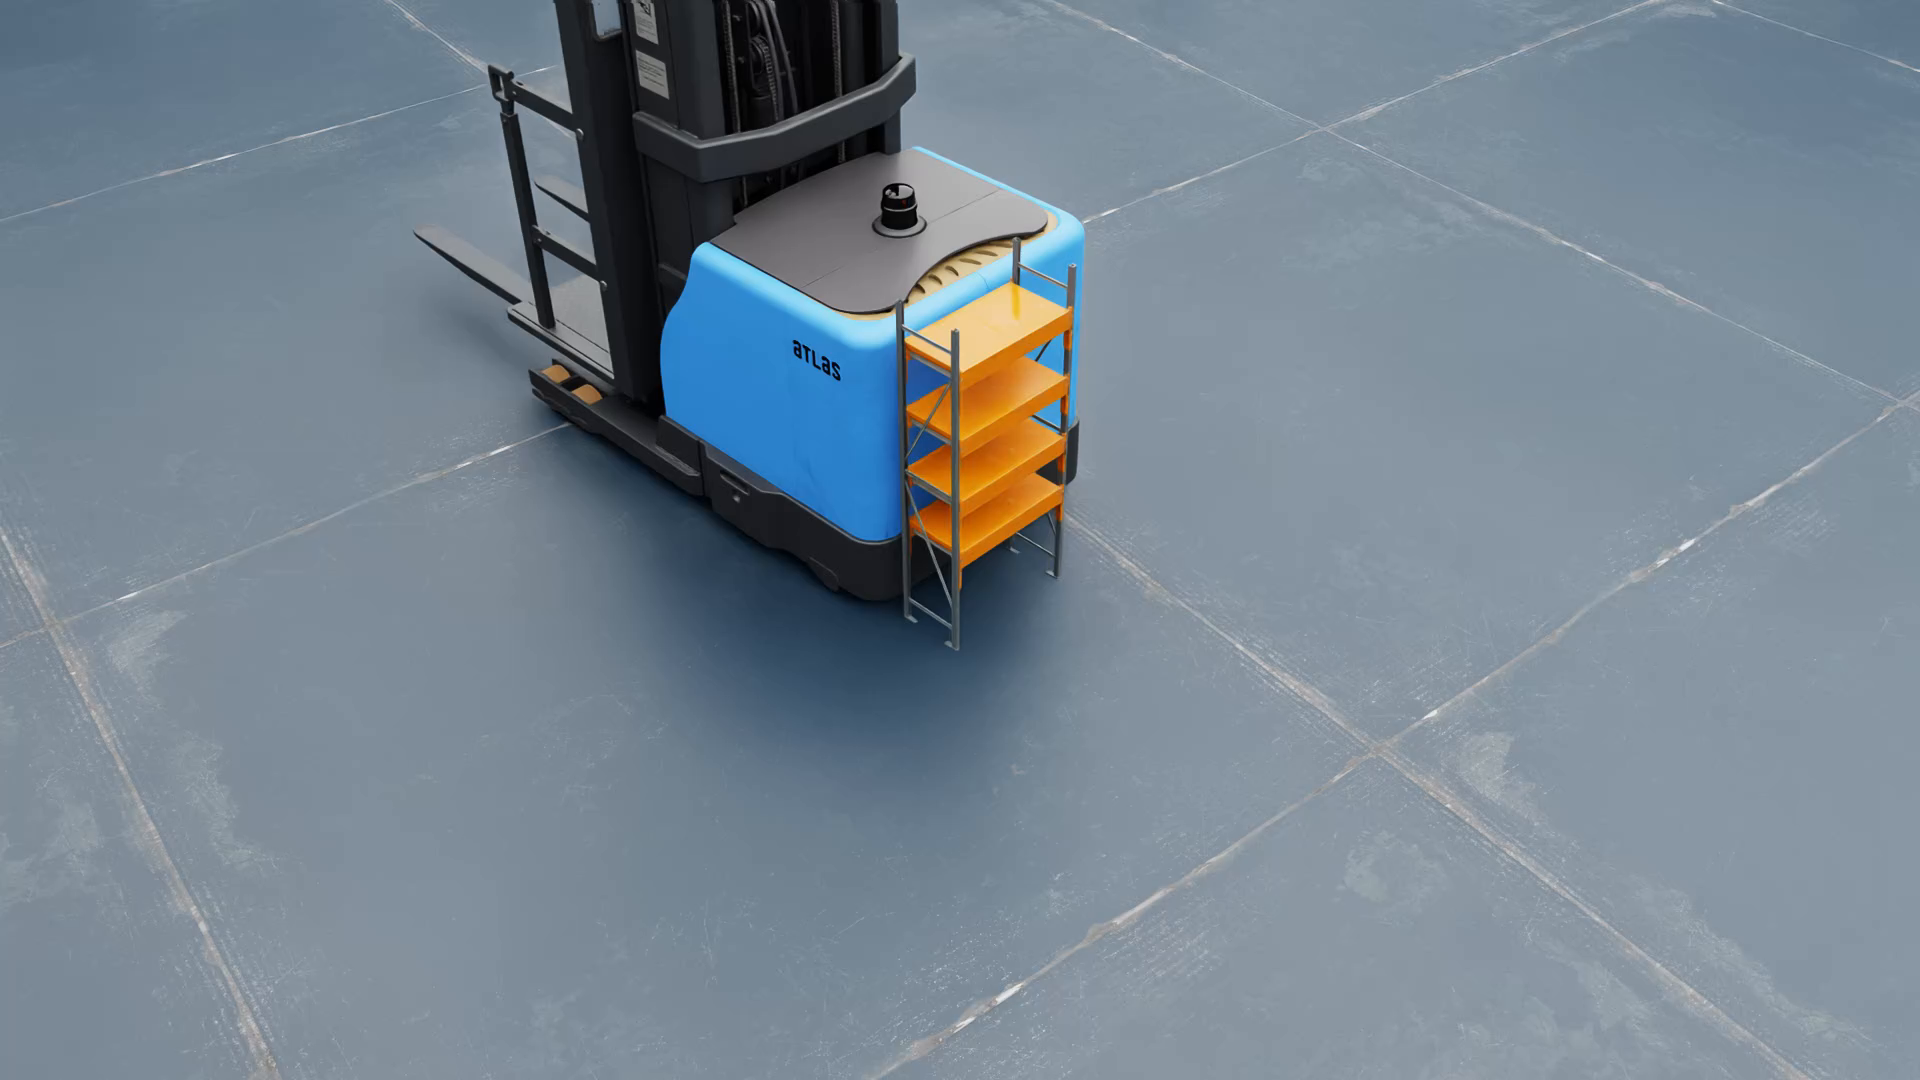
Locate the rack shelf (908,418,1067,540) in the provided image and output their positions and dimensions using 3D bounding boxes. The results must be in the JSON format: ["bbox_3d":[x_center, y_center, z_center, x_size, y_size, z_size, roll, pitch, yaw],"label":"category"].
[{"bbox_3d":[0.078,-0.221,5.179,0.258,0.148,0.480,32,49,33],"label":"rack shelf"}]

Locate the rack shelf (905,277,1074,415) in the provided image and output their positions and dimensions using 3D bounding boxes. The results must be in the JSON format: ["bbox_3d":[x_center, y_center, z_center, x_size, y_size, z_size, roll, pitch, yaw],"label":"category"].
[{"bbox_3d":[0.078,-0.576,4.887,0.258,0.148,0.480,32,49,33],"label":"rack shelf"}]

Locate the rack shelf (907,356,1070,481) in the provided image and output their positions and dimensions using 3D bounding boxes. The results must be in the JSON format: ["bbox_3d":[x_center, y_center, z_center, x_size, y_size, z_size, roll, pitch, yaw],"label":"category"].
[{"bbox_3d":[0.078,-0.394,5.037,0.258,0.148,0.480,32,49,33],"label":"rack shelf"}]

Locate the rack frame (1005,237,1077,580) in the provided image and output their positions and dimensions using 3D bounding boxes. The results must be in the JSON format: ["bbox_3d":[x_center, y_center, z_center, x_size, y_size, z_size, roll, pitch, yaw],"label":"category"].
[{"bbox_3d":[0.248,-0.384,5.272,0.240,1.200,0.015,32,49,33],"label":"rack frame"}]

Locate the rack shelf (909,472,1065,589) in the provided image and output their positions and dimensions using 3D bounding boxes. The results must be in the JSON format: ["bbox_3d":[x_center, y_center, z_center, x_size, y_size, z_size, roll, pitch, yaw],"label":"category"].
[{"bbox_3d":[0.078,-0.067,5.305,0.258,0.148,0.480,32,49,33],"label":"rack shelf"}]

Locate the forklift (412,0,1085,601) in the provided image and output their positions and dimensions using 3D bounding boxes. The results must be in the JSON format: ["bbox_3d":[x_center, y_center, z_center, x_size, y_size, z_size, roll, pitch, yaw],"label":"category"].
[{"bbox_3d":[-0.991,-1.758,5.582,3.031,2.935,1.130,32,49,33],"label":"forklift"}]

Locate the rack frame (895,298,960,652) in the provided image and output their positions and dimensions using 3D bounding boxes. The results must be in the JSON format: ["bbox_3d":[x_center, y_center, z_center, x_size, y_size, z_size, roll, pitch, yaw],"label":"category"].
[{"bbox_3d":[-0.092,-0.162,5.001,0.240,1.200,0.015,32,49,33],"label":"rack frame"}]

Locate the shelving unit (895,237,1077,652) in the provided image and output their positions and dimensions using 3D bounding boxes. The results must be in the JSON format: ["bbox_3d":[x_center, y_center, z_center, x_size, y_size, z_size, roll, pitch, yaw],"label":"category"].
[{"bbox_3d":[0.078,-0.273,5.136,0.258,1.200,0.503,32,49,33],"label":"shelving unit"}]
